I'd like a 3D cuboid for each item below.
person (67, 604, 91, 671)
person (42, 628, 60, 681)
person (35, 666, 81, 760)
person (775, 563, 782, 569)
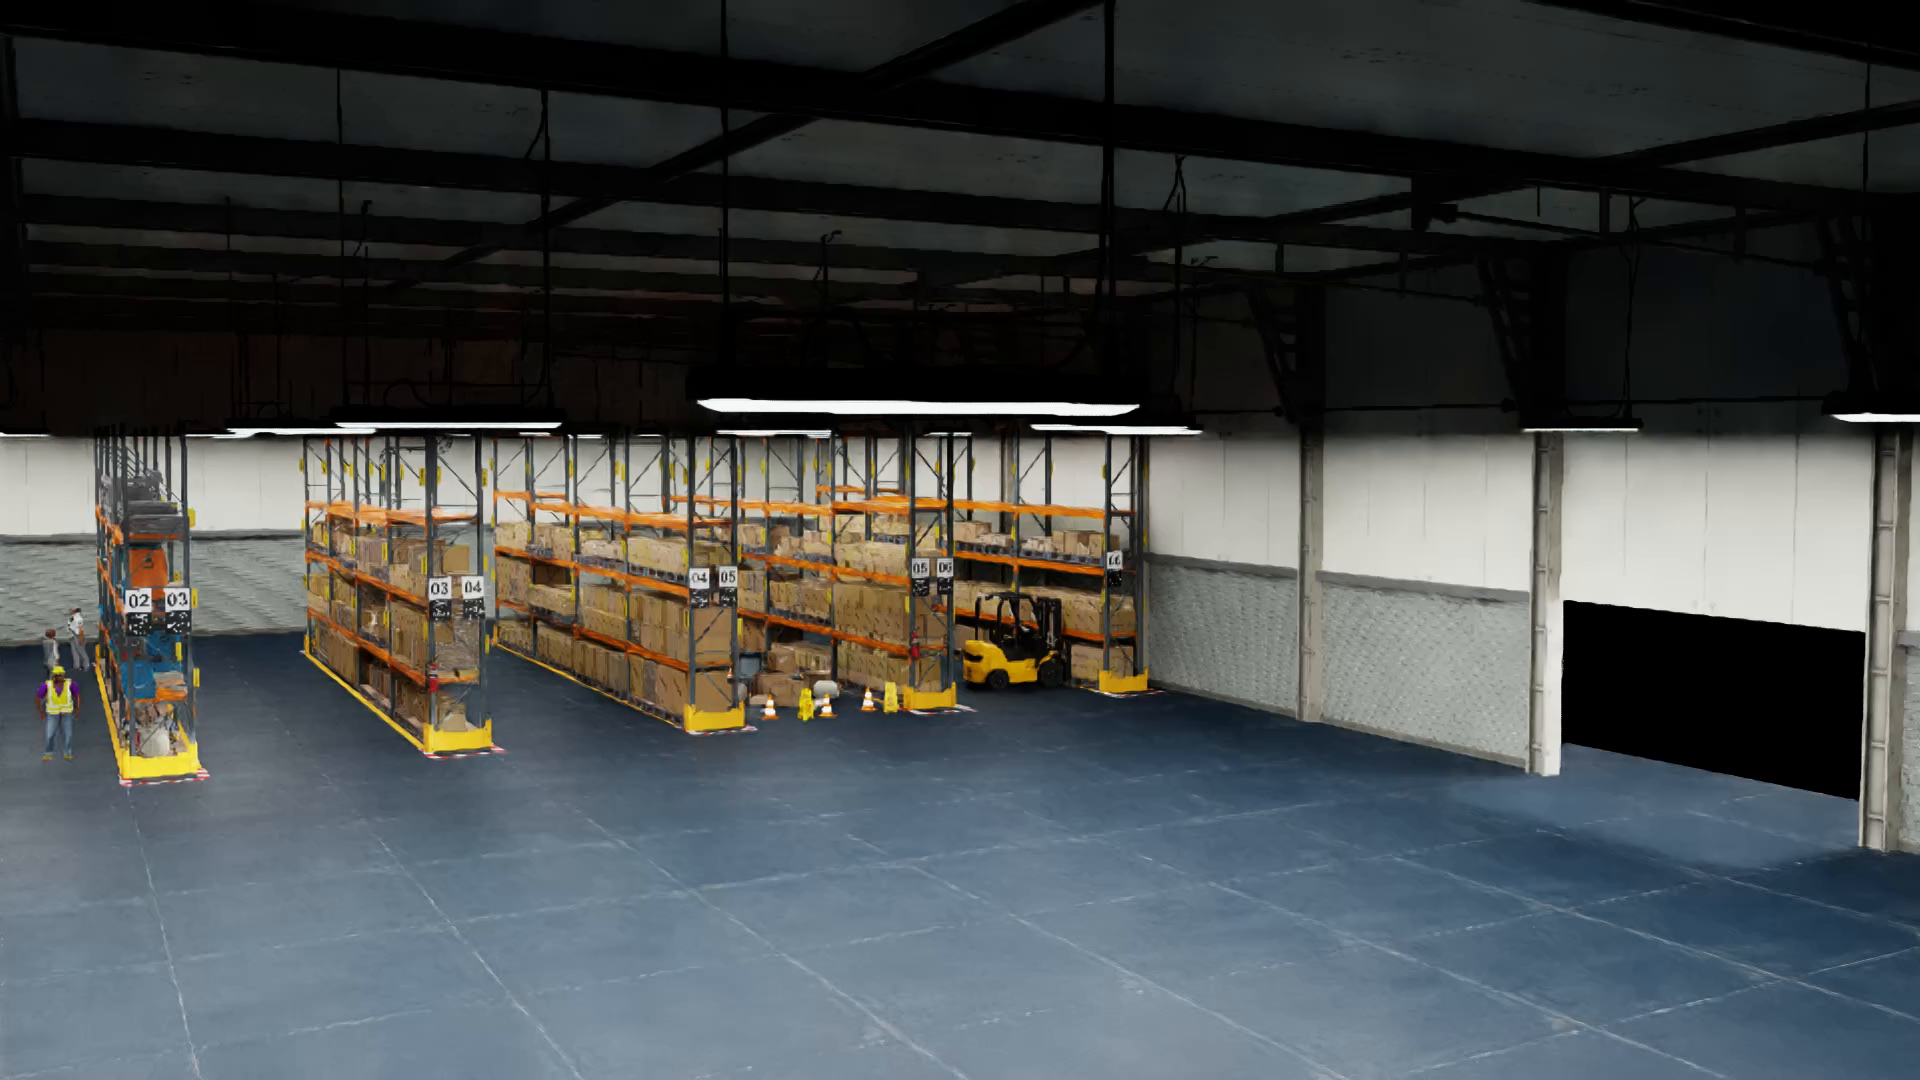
[{"bbox_3d":[-21.777,2.417,41.068,0.466,1.661,0.622,-3,4,-40],"label":"person"},{"bbox_3d":[-19.820,2.713,36.323,0.468,1.600,0.405,2,4,29],"label":"person"},{"bbox_3d":[-16.056,3.079,29.628,0.719,1.714,0.578,-2,4,-31],"label":"person"},{"bbox_3d":[-5.859,1.580,54.686,0.619,1.653,0.440,2,4,29],"label":"person"}]
